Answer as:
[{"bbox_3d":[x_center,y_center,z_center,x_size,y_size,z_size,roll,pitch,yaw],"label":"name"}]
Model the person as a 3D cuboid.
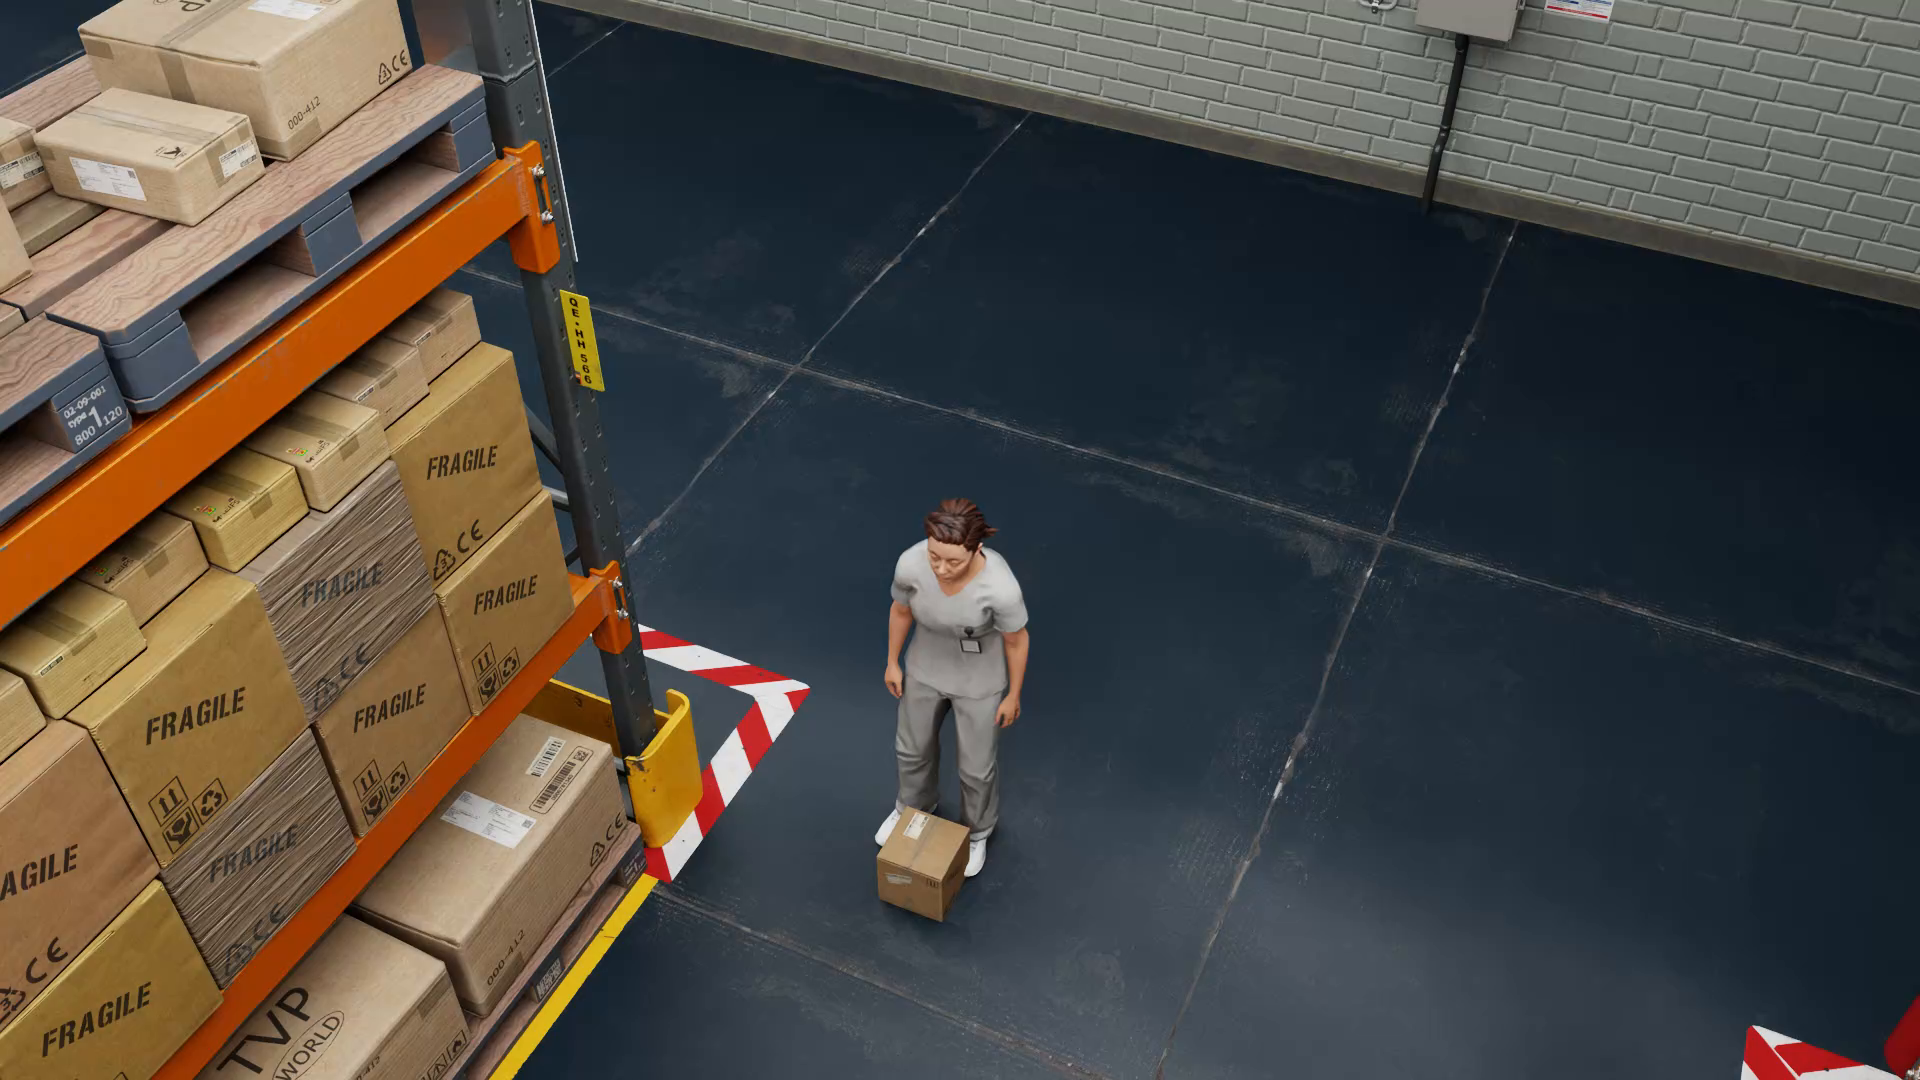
[{"bbox_3d":[-0.028,0.478,5.634,0.513,1.671,0.364,15,44,16],"label":"person"}]
